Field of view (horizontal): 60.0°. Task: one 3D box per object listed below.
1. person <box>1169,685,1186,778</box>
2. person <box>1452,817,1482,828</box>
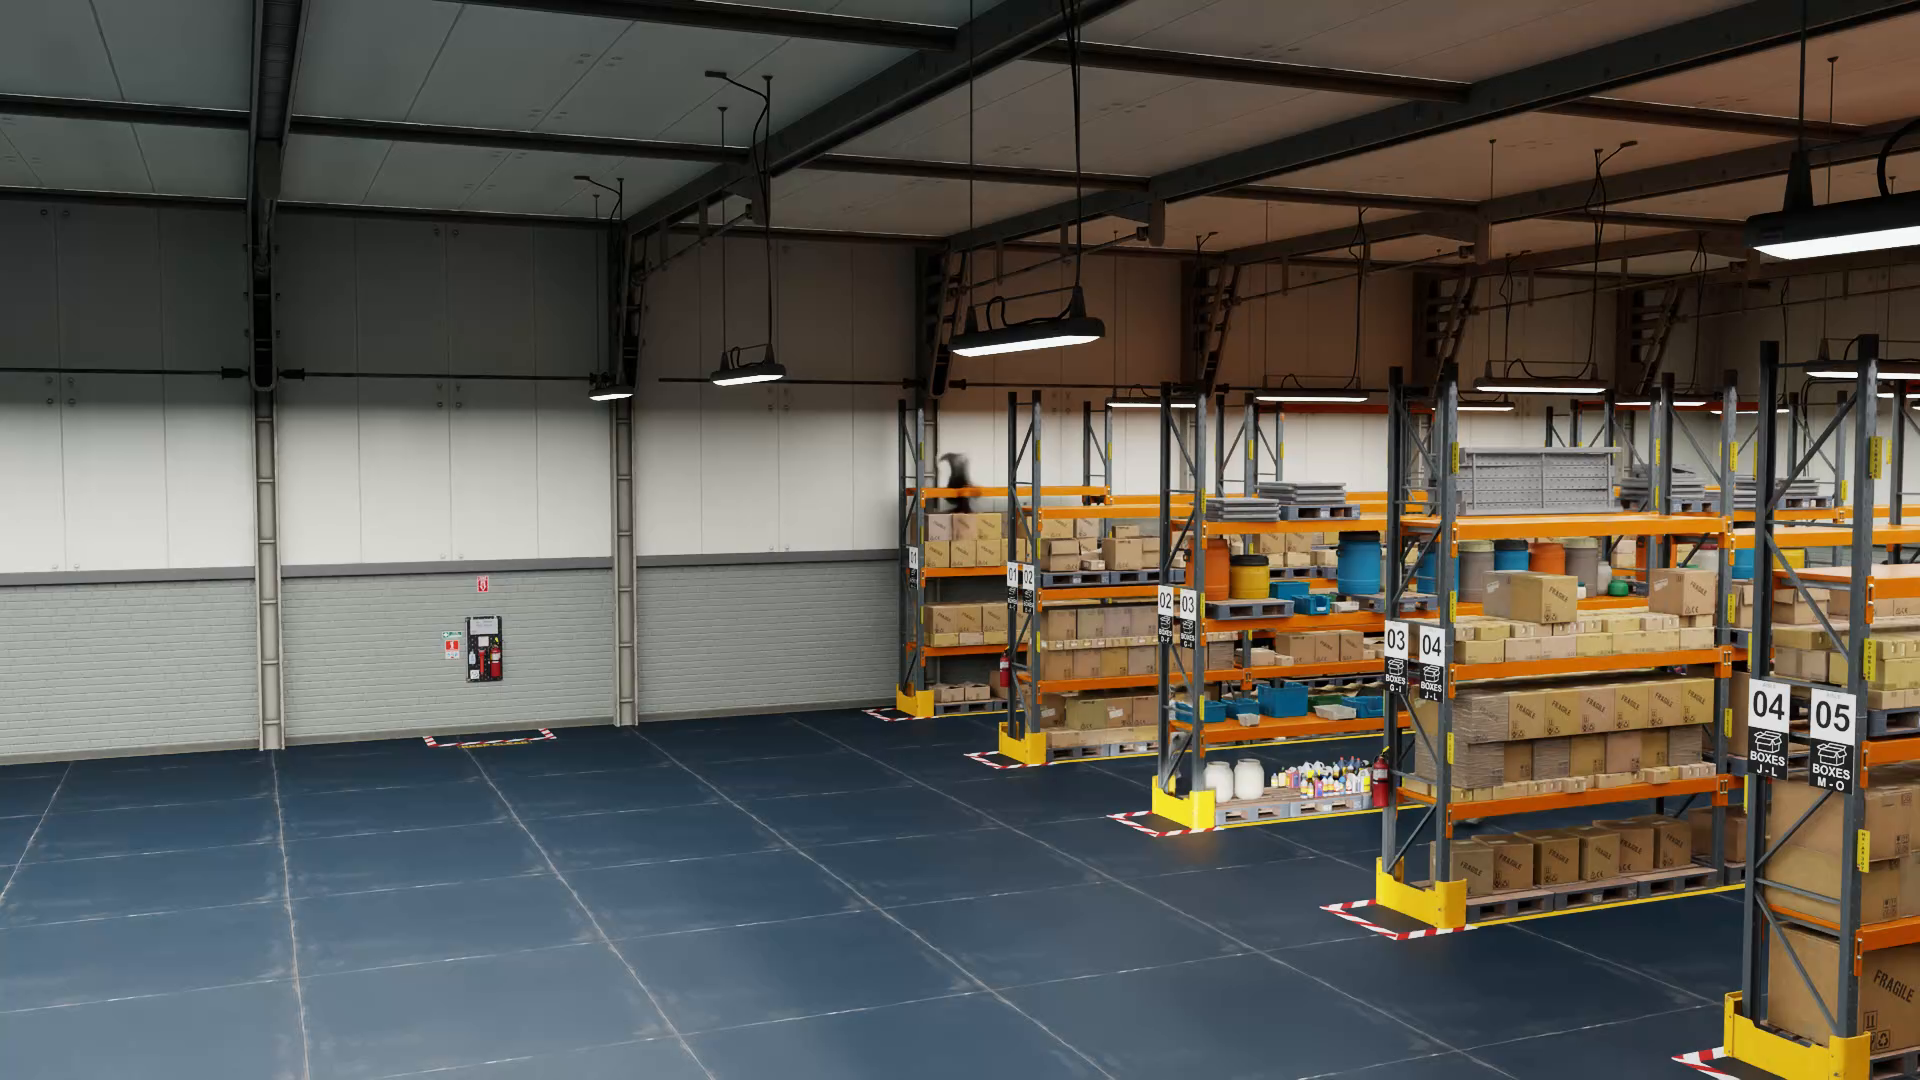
[{"bbox_3d":[3.152,2.915,24.777,0.523,1.604,0.935,-1,3,-9],"label":"person"},{"bbox_3d":[6.752,2.978,22.217,0.712,1.791,0.610,-2,4,-36],"label":"person"}]
